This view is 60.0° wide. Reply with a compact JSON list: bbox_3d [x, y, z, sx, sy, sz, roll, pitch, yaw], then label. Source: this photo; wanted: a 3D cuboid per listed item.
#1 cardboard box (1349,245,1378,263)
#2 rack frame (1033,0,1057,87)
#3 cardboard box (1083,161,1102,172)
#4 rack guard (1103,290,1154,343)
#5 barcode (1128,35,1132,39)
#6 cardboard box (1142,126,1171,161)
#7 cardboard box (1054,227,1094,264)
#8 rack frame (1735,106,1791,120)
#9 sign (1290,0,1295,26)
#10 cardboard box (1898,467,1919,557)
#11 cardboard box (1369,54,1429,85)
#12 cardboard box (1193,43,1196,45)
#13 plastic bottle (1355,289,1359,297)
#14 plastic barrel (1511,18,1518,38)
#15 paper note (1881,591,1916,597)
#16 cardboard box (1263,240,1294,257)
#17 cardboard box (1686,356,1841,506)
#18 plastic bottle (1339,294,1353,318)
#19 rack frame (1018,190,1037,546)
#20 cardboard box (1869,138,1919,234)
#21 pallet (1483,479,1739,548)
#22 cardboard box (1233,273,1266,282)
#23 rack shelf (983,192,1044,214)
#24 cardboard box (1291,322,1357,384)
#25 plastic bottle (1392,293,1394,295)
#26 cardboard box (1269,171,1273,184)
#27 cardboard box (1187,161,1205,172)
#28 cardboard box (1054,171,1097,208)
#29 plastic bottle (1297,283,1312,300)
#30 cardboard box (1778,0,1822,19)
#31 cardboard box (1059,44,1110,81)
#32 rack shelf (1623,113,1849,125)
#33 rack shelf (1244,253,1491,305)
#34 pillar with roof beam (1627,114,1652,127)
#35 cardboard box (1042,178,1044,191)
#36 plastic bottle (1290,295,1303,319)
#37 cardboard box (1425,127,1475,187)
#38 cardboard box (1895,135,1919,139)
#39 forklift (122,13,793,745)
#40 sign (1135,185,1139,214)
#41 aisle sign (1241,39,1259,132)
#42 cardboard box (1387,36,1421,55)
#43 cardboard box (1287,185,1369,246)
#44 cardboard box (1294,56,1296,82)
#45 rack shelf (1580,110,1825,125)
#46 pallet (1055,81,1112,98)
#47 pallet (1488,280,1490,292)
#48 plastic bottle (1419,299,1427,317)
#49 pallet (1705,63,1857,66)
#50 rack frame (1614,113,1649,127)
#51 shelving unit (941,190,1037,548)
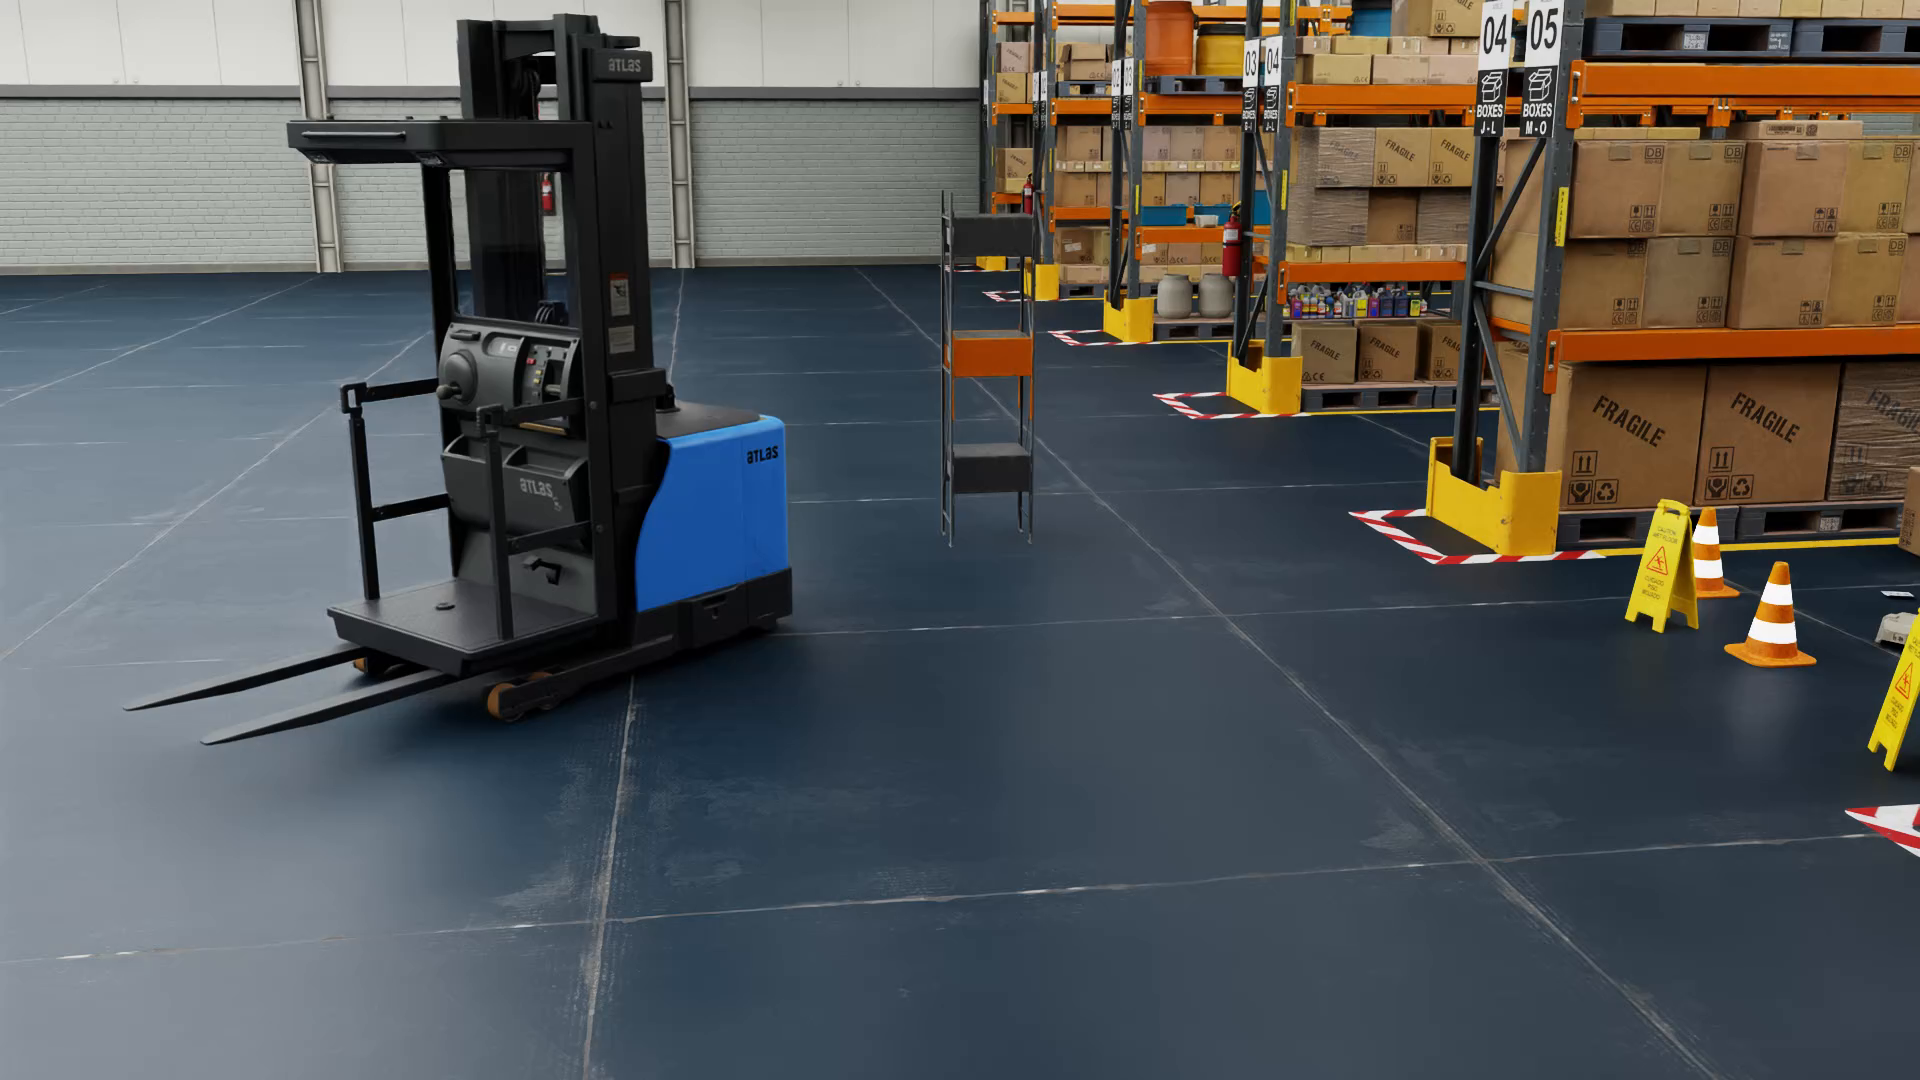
[{"bbox_3d":[3.501,-2.540,14.702,0.250,0.149,0.380,-2,14,-8],"label":"cardboard box"},{"bbox_3d":[1.212,-7.992,23.591,0.127,3.000,1.000,-2,14,-8],"label":"rack frame"},{"bbox_3d":[1.893,-5.418,24.121,0.250,0.149,0.380,-2,14,-10],"label":"cardboard box"},{"bbox_3d":[2.015,-2.692,19.930,0.348,0.500,1.175,-2,14,-8],"label":"rack guard"},{"bbox_3d":[2.987,-8.848,29.265,0.075,0.075,0.001,-2,14,-8],"label":"barcode"},{"bbox_3d":[2.746,-5.815,24.369,0.500,0.500,0.700,-2,14,-8],"label":"cardboard box"},{"bbox_3d":[1.698,-4.407,24.876,0.500,0.500,0.500,-2,14,-8],"label":"cardboard box"},{"bbox_3d":[9.857,-4.181,20.726,0.127,3.000,1.000,-2,14,-8],"label":"rack frame"},{"bbox_3d":[2.765,-4.448,13.827,0.005,0.325,0.100,-2,14,-8],"label":"sign"},{"bbox_3d":[5.897,-0.133,9.720,0.500,0.500,0.500,0,14,1],"label":"cardboard box"},{"bbox_3d":[3.708,-4.057,14.375,0.500,0.250,0.500,-2,14,-10],"label":"cardboard box"},{"bbox_3d":[3.971,-8.333,28.816,0.500,0.500,0.500,-3,14,-13],"label":"cardboard box"},{"bbox_3d":[4.917,-2.962,20.571,0.097,0.271,0.097,0,14,0],"label":"plastic bottle"},{"bbox_3d":[6.372,-5.804,20.003,0.708,0.901,0.600,-2,14,-8],"label":"plastic barrel"},{"bbox_3d":[5.086,0.291,9.001,0.142,0.017,0.144,3,14,11],"label":"paper note"},{"bbox_3d":[2.936,-2.637,15.089,0.250,0.149,0.380,-2,14,-8],"label":"cardboard box"},{"bbox_3d":[4.854,-0.749,10.545,0.875,0.875,0.875,-2,14,-9],"label":"cardboard box"},{"bbox_3d":[4.638,-2.812,19.962,0.135,0.276,0.152,-2,14,-7],"label":"plastic bottle"},{"bbox_3d":[0.405,-1.033,10.026,0.015,2.100,0.400,-2,14,-8],"label":"rack frame"},{"bbox_3d":[5.828,-2.205,10.318,0.550,0.550,0.875,-2,14,-8],"label":"cardboard box"},{"bbox_3d":[4.102,-0.198,10.577,1.213,0.211,1.003,-2,14,-8],"label":"pallet"},{"bbox_3d":[4.246,-4.012,24.843,0.500,0.250,0.500,-2,14,-8],"label":"cardboard box"},{"bbox_3d":[2.448,-5.997,29.448,4.000,0.370,1.077,-2,14,-8],"label":"rack shelf"},{"bbox_3d":[3.304,-1.709,15.146,0.500,0.500,0.500,1,14,2],"label":"cardboard box"},{"bbox_3d":[5.421,-2.982,20.794,0.097,0.201,0.097,0,14,0],"label":"plastic bottle"},{"bbox_3d":[4.730,-5.258,24.817,0.500,0.500,0.700,-2,14,-10],"label":"cardboard box"},{"bbox_3d":[3.413,-5.473,24.340,0.250,0.149,0.380,-2,14,-6],"label":"cardboard box"},{"bbox_3d":[1.676,-5.145,24.364,0.500,0.500,0.700,-2,14,-8],"label":"cardboard box"},{"bbox_3d":[4.251,-3.006,20.582,0.185,0.351,0.144,-2,14,-6],"label":"plastic bottle"},{"bbox_3d":[4.709,-3.060,9.538,0.250,0.149,0.380,-2,14,-8],"label":"cardboard box"},{"bbox_3d":[1.781,-6.879,23.955,0.637,0.503,0.797,-1,14,-4],"label":"cardboard box"},{"bbox_3d":[14.314,-7.887,30.817,4.000,0.370,1.077,-2,14,-8],"label":"rack shelf"},{"bbox_3d":[4.662,-2.423,15.196,4.000,0.370,1.077,-2,14,-8],"label":"rack shelf"},{"bbox_3d":[13.541,-8.816,26.878,0.400,9.000,9.100,-2,14,-8],"label":"pillar with roof beam"},{"bbox_3d":[1.512,-6.174,28.942,0.500,0.250,0.500,-3,14,-10],"label":"cardboard box"},{"bbox_3d":[4.012,-2.781,19.825,0.133,0.283,0.061,-2,14,-7],"label":"plastic bottle"},{"bbox_3d":[4.259,-3.366,14.606,0.500,0.500,0.500,-2,14,-8],"label":"cardboard box"},{"bbox_3d":[14.605,-6.037,25.868,0.500,0.500,0.500,-3,14,-10],"label":"cardboard box"},{"bbox_3d":[-2.156,-0.778,7.298,1.130,2.935,3.031,11,18,37],"label":"forklift"},{"bbox_3d":[2.024,-3.893,19.008,0.005,0.325,0.100,-2,14,-8],"label":"sign"},{"bbox_3d":[2.578,-4.030,14.782,0.004,0.787,0.394,-2,14,-8],"label":"aisle sign"},{"bbox_3d":[3.773,-4.247,14.312,0.250,0.149,0.380,-2,14,-6],"label":"cardboard box"},{"bbox_3d":[3.232,-2.905,14.824,0.500,0.500,0.875,-2,14,-8],"label":"cardboard box"},{"bbox_3d":[3.123,-4.160,14.786,0.500,0.250,0.500,-2,14,-7],"label":"cardboard box"},{"bbox_3d":[11.101,-6.551,25.489,4.000,0.370,1.077,-2,14,-8],"label":"rack shelf"},{"bbox_3d":[1.915,-6.514,24.044,1.213,0.211,1.003,-2,14,-8],"label":"pallet"},{"bbox_3d":[8.303,-3.999,25.735,1.213,0.211,1.003,-2,14,-8],"label":"pallet"},{"bbox_3d":[5.590,-2.804,20.083,0.097,0.201,0.097,0,14,0],"label":"plastic bottle"},{"bbox_3d":[7.266,-4.205,15.042,1.003,0.211,1.213,-2,14,-8],"label":"pallet"},{"bbox_3d":[12.337,-6.709,30.806,0.127,3.000,1.000,-2,14,-8],"label":"rack frame"},{"bbox_3d":[0.164,-1.024,9.990,0.503,2.100,0.431,-2,14,-8],"label":"shelving unit"}]
